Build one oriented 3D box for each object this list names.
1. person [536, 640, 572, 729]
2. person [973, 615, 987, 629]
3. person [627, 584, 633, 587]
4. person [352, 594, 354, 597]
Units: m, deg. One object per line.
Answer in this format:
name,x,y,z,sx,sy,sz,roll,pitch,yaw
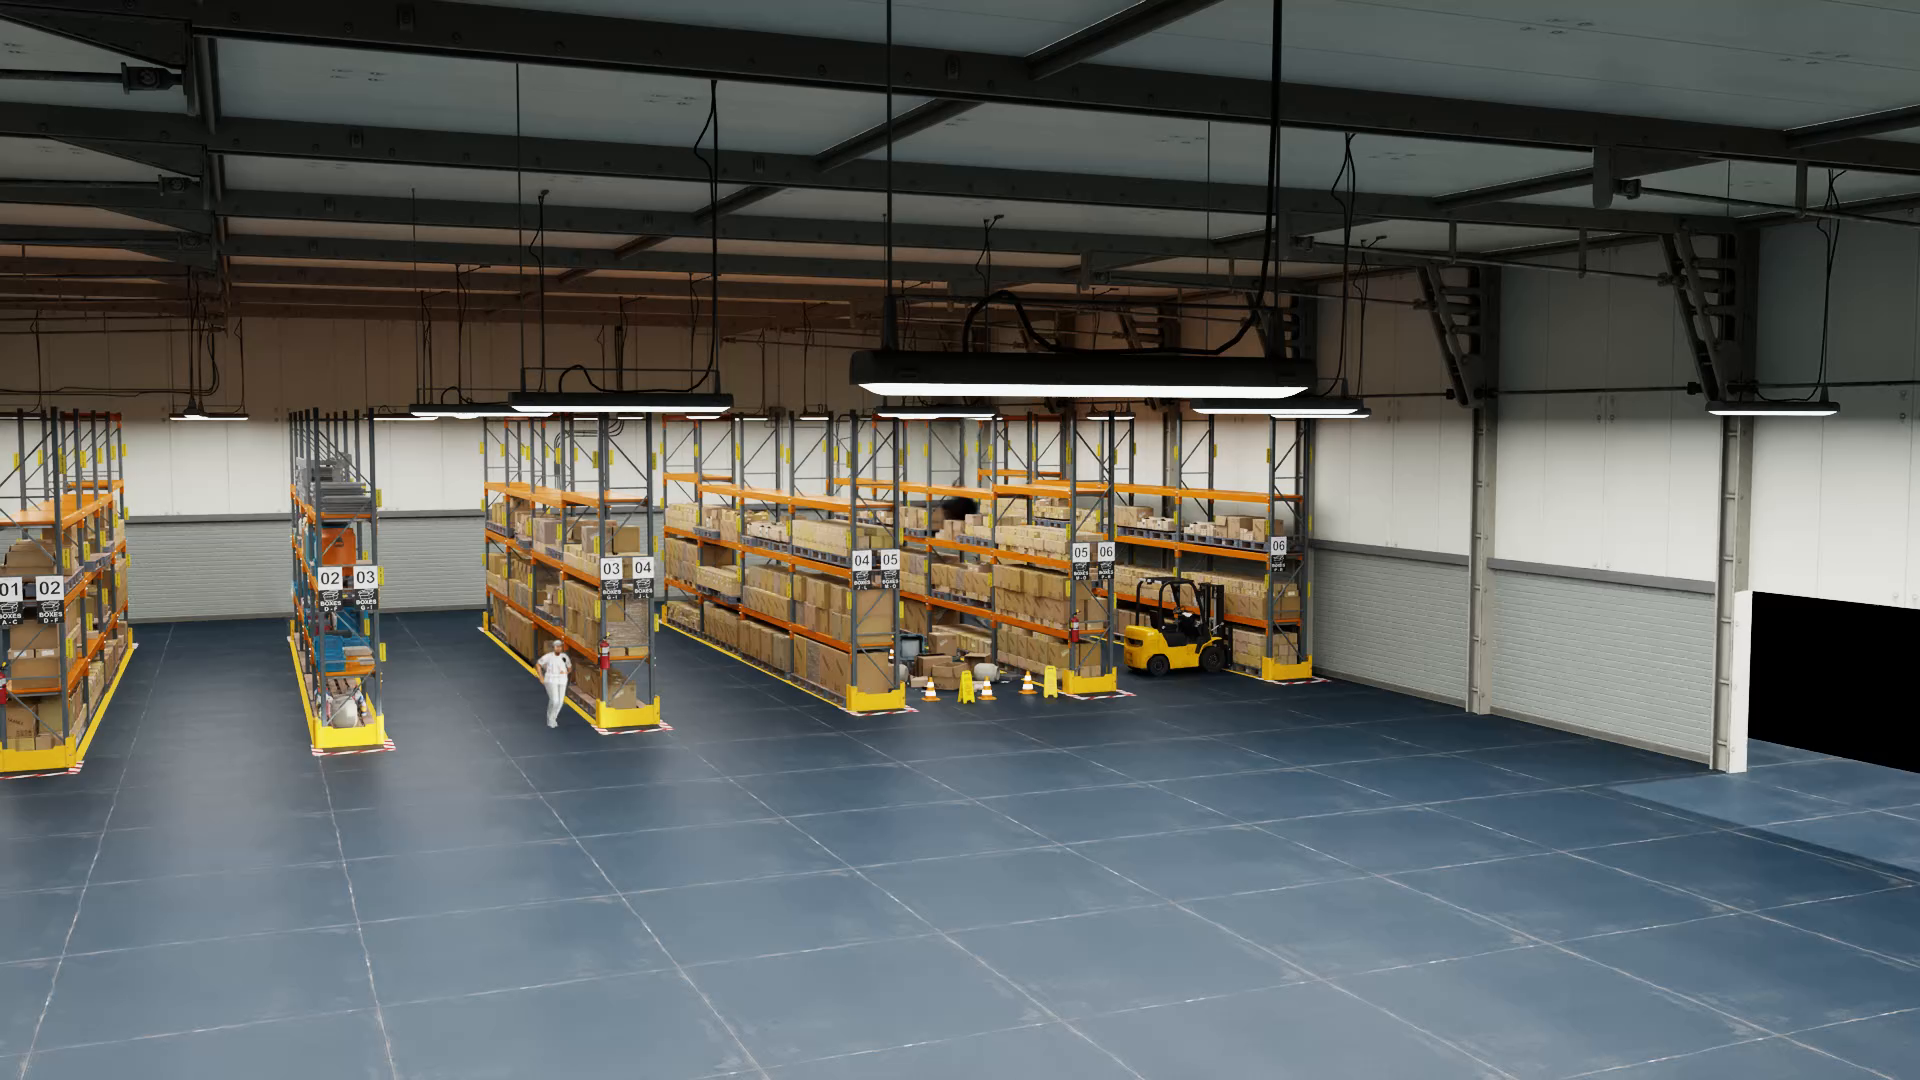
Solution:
person,-7.598,2.722,31.326,0.600,1.640,0.605,-3,5,-37
person,0.601,1.712,44.845,0.706,1.749,0.825,-2,4,-27
person,-9.637,1.538,47.403,0.695,1.754,0.809,2,4,23
person,-16.730,1.664,46.159,0.702,1.753,0.578,-1,4,-16
